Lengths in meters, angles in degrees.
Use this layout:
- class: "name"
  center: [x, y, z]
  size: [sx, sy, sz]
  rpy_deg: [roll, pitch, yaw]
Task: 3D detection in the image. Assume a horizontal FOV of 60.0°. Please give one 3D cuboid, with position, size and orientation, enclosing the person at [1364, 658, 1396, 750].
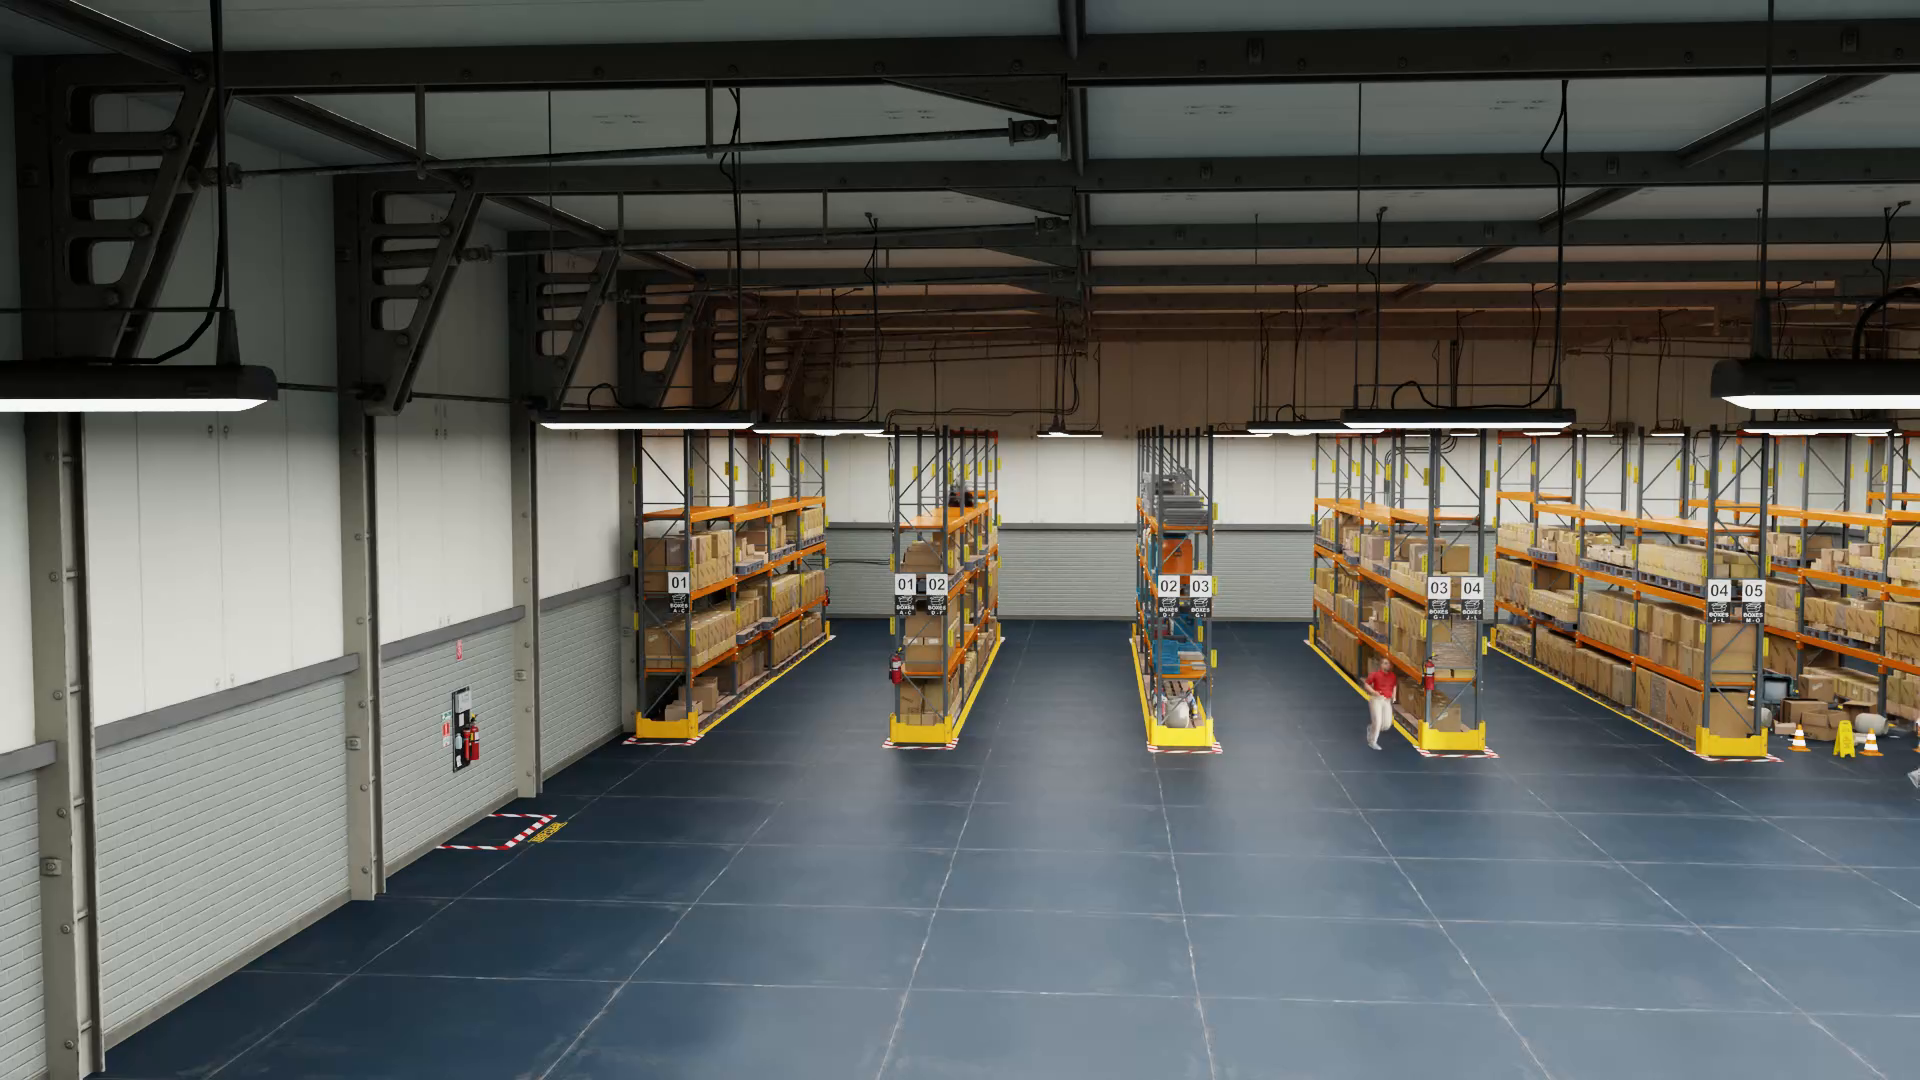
- class: "person"
  center: [7.860, 3.039, 30.965]
  size: [0.690, 1.680, 0.632]
  rpy_deg: [-1, 4, -14]

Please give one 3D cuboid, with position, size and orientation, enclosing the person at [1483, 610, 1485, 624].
- class: "person"
  center: [13.473, 2.269, 43.588]
  size: [0.585, 1.681, 0.967]
  rpy_deg: [0, 3, 4]

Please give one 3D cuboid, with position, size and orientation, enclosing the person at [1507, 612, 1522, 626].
- class: "person"
  center: [15.855, 2.020, 47.312]
  size: [0.581, 1.725, 0.705]
  rpy_deg: [0, 3, 1]

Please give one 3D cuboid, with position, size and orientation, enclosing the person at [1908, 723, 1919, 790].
- class: "person"
  center: [15.561, 3.307, 26.546]
  size: [0.620, 1.634, 0.823]
  rpy_deg: [-3, 5, -42]
